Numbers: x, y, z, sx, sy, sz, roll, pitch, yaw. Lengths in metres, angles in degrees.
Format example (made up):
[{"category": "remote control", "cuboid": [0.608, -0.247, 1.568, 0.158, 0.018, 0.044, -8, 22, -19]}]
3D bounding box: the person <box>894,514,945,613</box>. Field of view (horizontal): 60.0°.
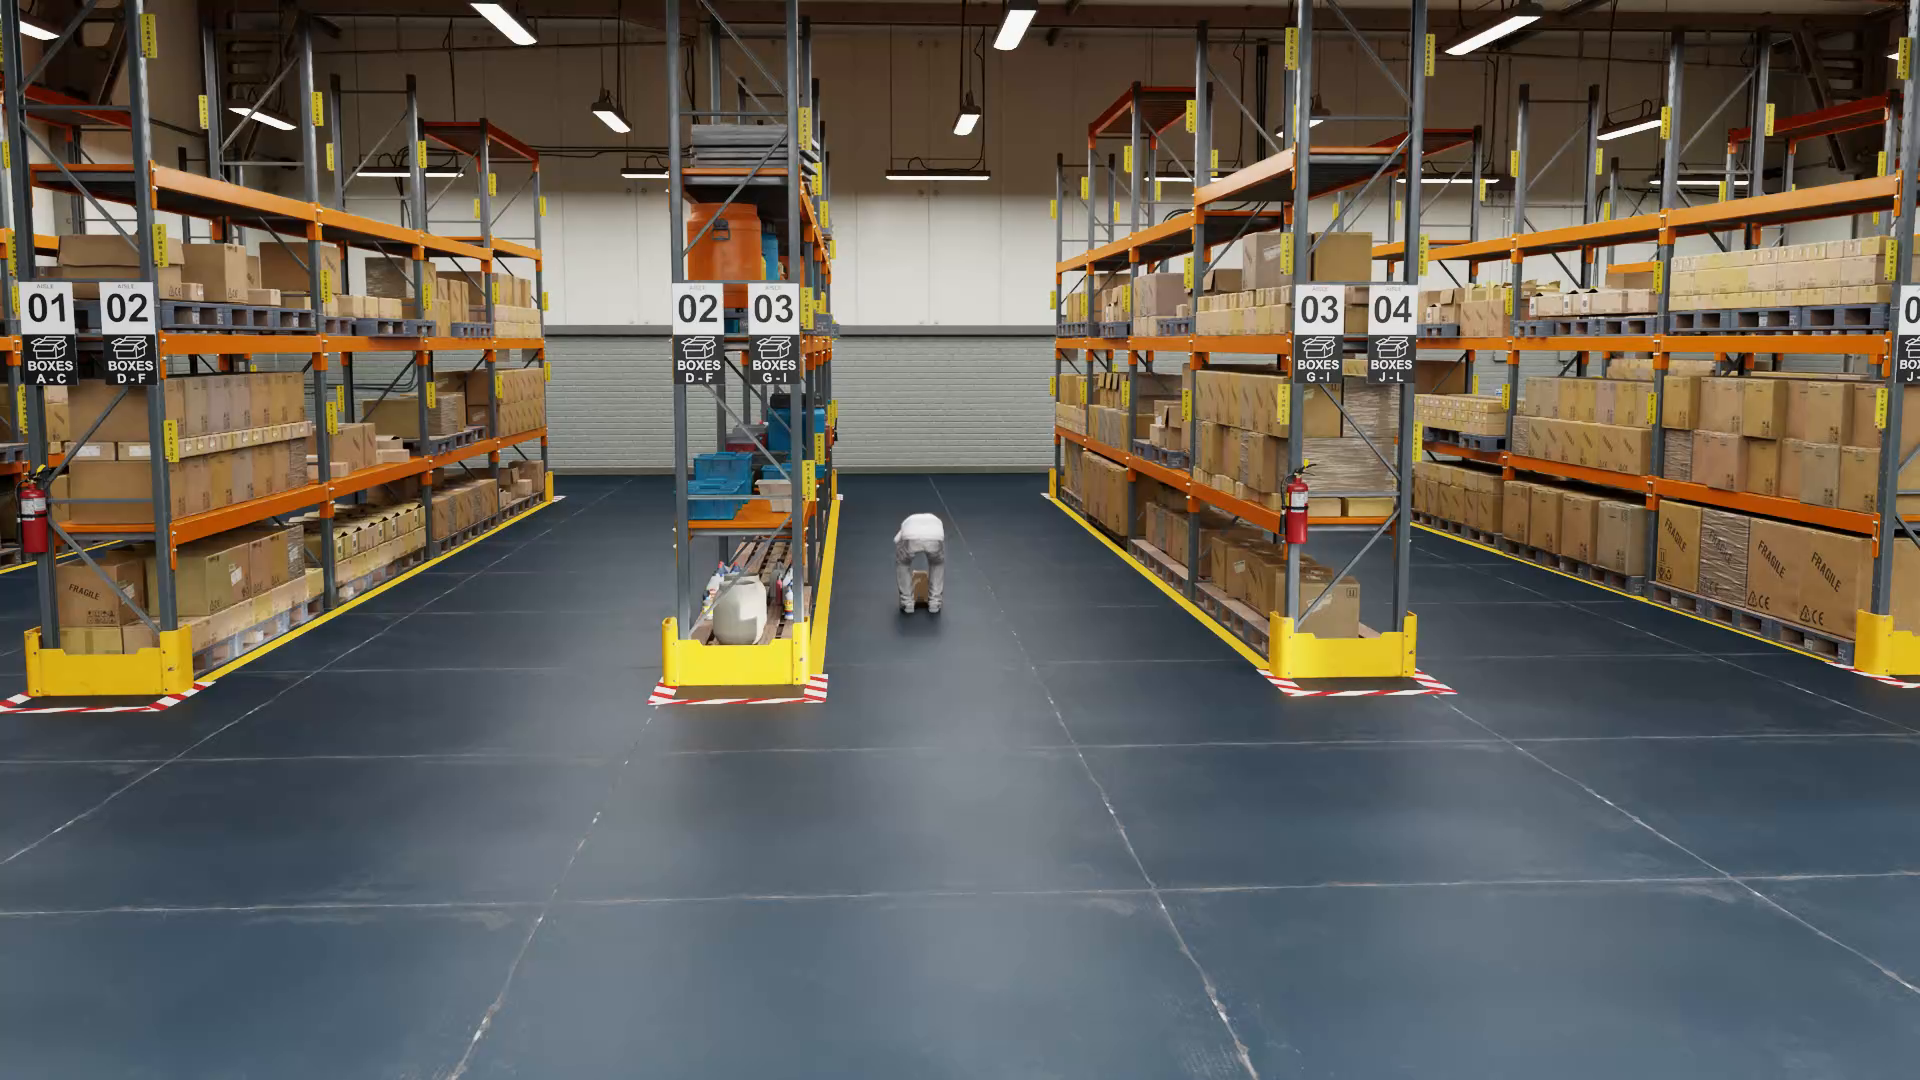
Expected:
[{"category": "person", "cuboid": [-0.421, 0.208, 17.207, 0.520, 1.000, 0.982, -1, 7, -7]}]
